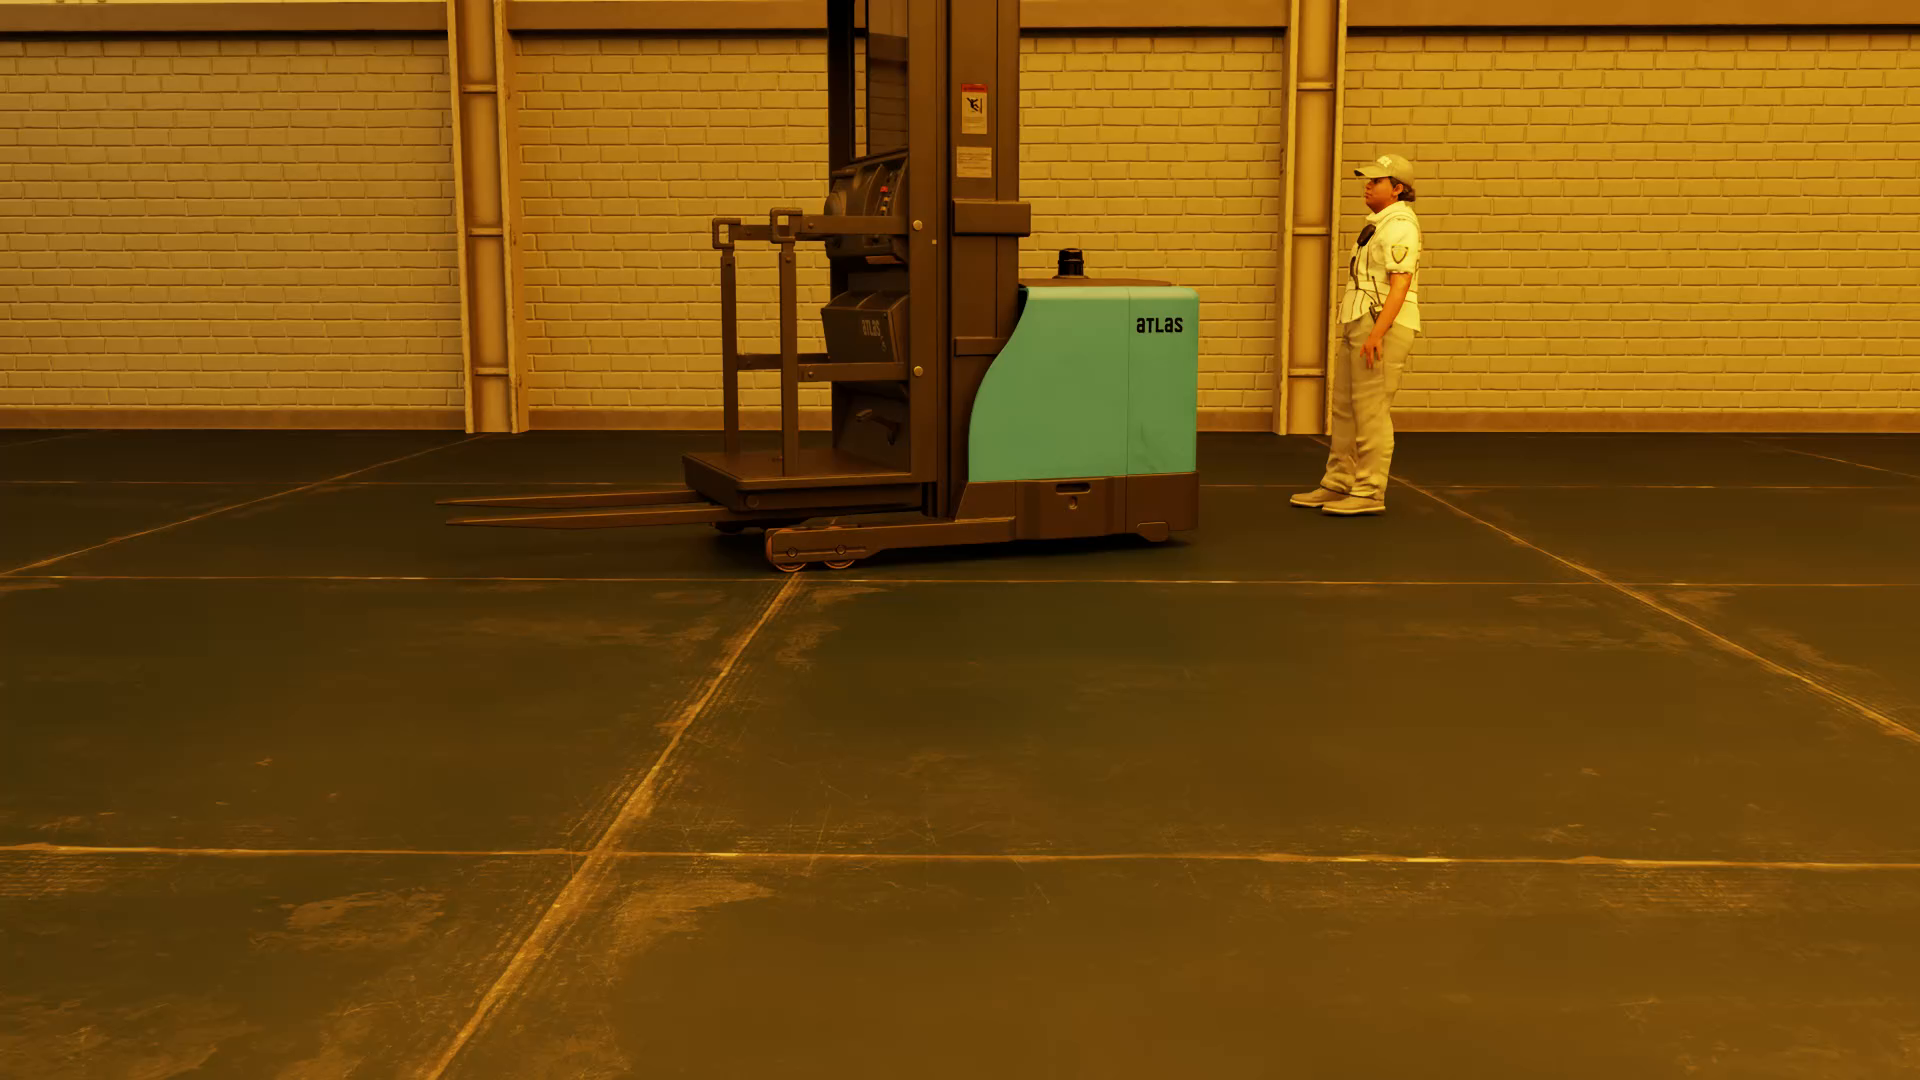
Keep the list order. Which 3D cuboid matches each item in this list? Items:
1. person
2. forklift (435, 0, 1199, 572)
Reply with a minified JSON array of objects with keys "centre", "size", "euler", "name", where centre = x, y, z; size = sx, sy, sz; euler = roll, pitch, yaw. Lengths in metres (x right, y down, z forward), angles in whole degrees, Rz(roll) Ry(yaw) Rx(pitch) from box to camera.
[{"centre":[1.878,-0.959,7.837],"size":[0.529,1.670,0.599],"euler":[1,9,4],"name":"person"},{"centre":[-0.569,-1.416,6.694],"size":[3.031,2.935,1.130],"euler":[-3,9,-20],"name":"forklift"}]
